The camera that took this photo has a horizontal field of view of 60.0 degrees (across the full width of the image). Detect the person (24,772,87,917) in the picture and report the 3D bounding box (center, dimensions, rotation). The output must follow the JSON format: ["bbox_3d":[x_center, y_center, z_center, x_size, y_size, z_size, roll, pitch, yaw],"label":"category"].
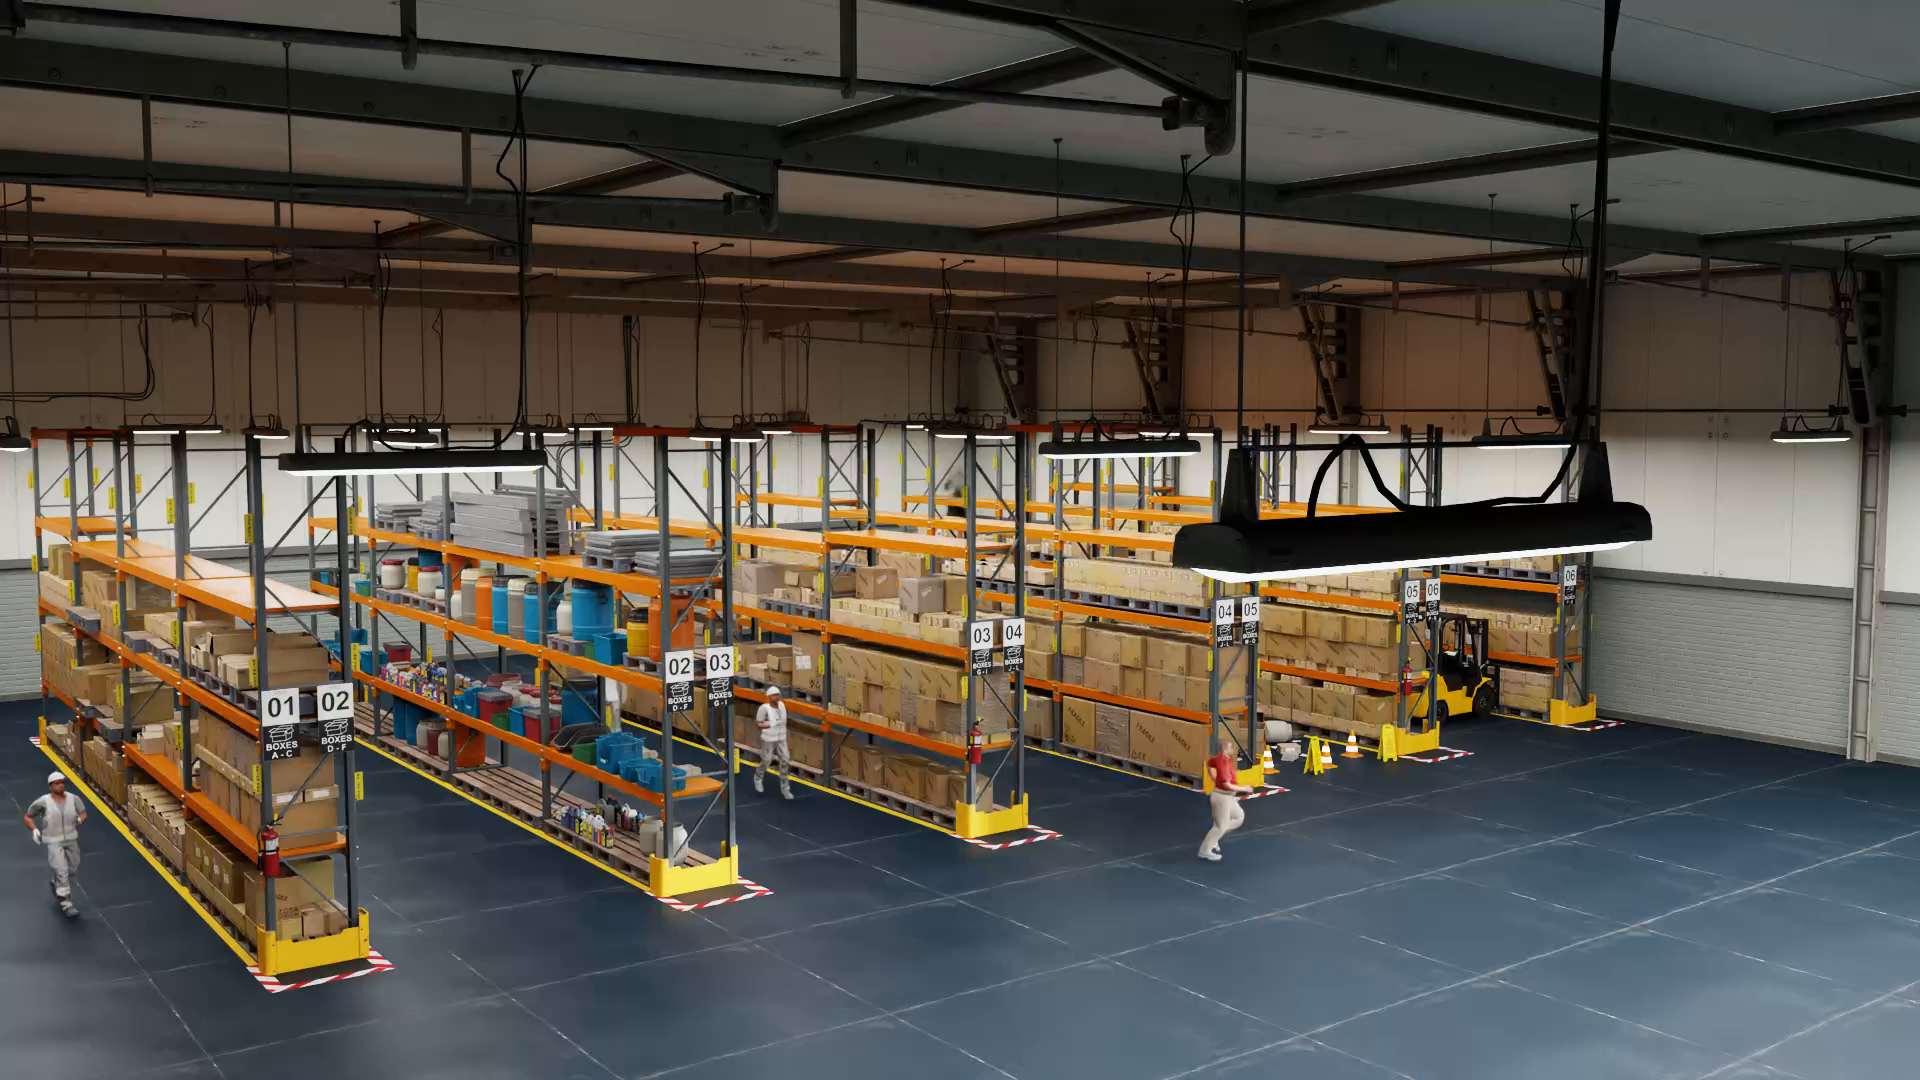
[{"bbox_3d":[-11.315,3.792,20.903,0.953,1.768,0.667,4,6,39],"label":"person"}]

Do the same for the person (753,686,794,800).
[{"bbox_3d":[-3.061,3.285,27.141,0.704,1.813,0.906,-4,6,-40],"label":"person"}]

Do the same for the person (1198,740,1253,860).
[{"bbox_3d":[3.742,3.646,23.433,0.757,1.683,0.683,1,5,7],"label":"person"}]

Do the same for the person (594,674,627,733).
[{"bbox_3d":[-6.626,2.911,32.009,0.686,1.810,0.987,-4,6,-38],"label":"person"}]
